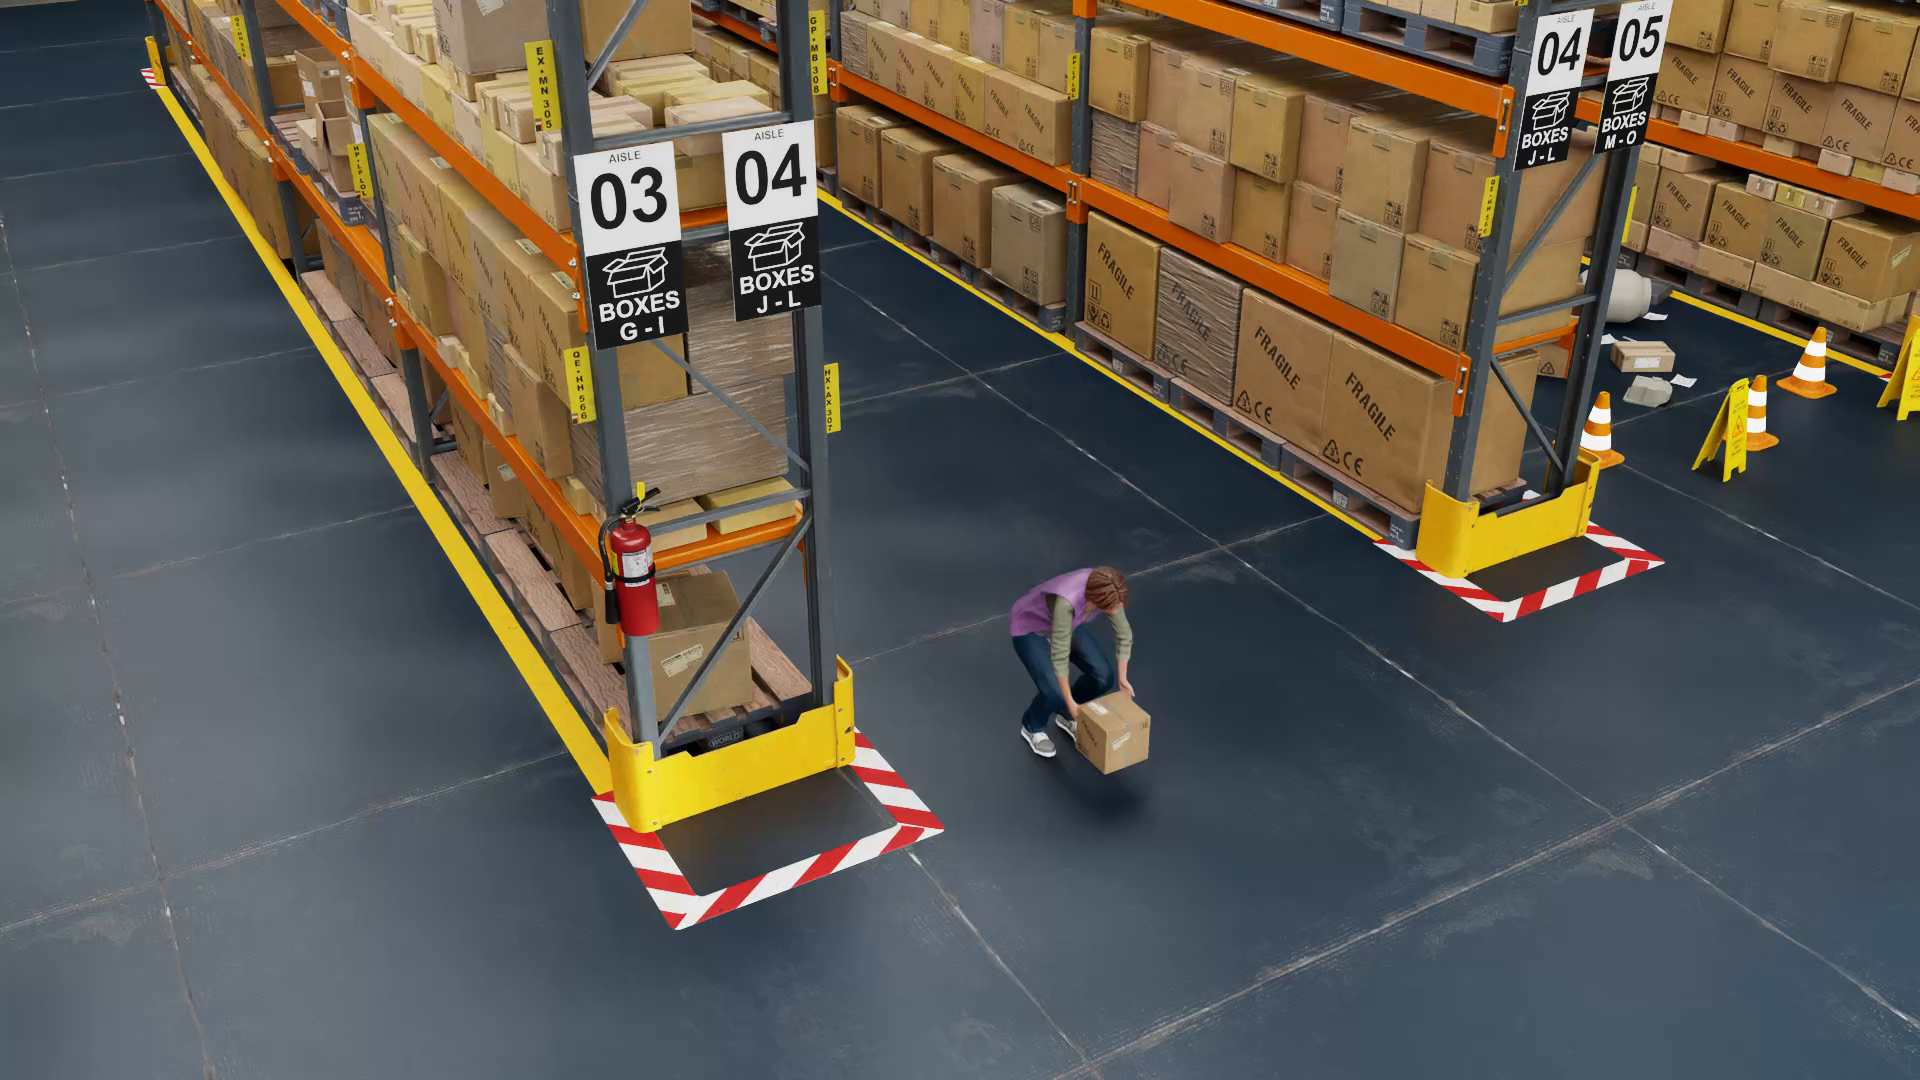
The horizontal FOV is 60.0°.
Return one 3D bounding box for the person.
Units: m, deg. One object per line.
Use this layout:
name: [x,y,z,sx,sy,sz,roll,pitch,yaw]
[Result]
person: [0.548,0.534,8.101,0.463,1.122,0.730,-16,33,-26]
